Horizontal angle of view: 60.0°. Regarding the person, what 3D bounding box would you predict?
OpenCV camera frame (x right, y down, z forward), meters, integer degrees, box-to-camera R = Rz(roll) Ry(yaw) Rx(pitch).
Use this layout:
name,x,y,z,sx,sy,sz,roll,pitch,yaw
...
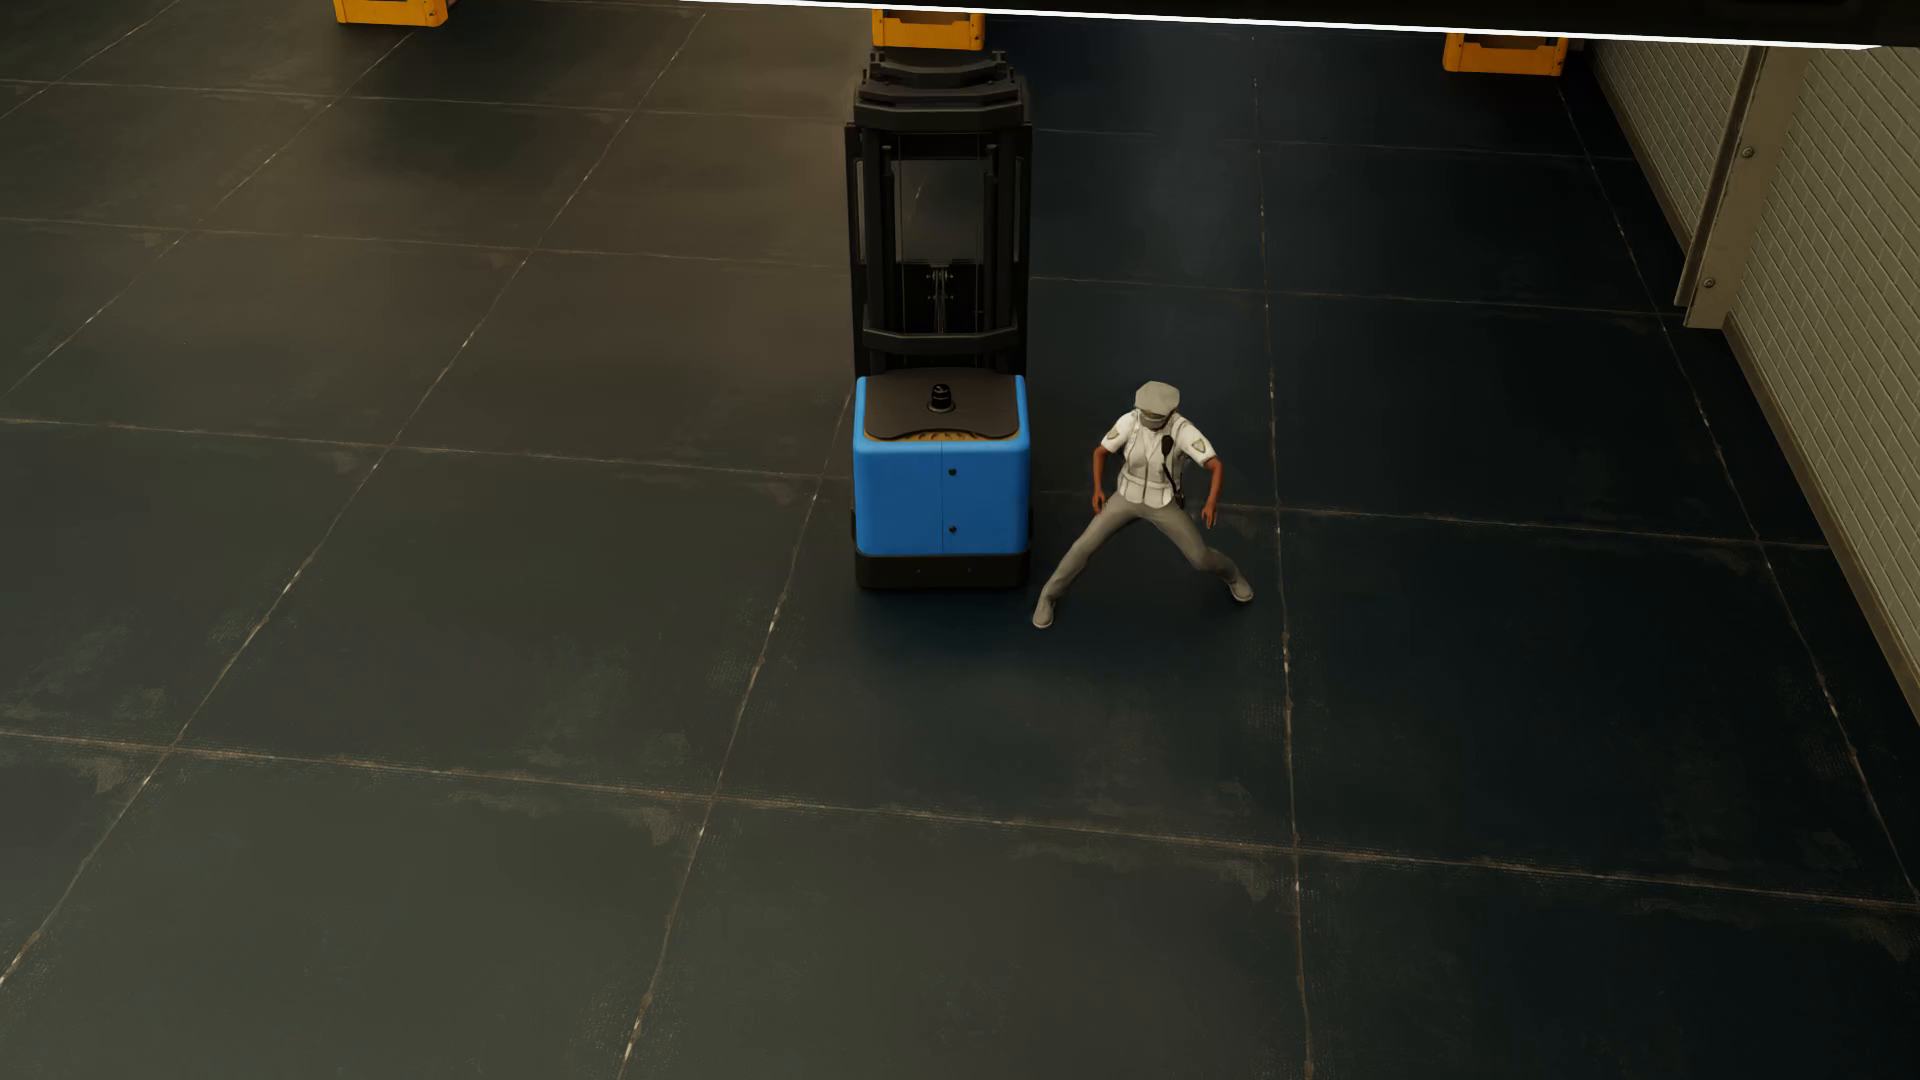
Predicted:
name,x,y,z,sx,sy,sz,roll,pitch,yaw
person,1.106,-0.191,9.519,1.175,1.472,0.892,14,39,18

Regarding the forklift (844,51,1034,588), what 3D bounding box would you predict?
name,x,y,z,sx,sy,sz,roll,pitch,yaw
forklift,-0.129,-1.734,10.382,1.130,2.935,3.031,-1,36,-1
